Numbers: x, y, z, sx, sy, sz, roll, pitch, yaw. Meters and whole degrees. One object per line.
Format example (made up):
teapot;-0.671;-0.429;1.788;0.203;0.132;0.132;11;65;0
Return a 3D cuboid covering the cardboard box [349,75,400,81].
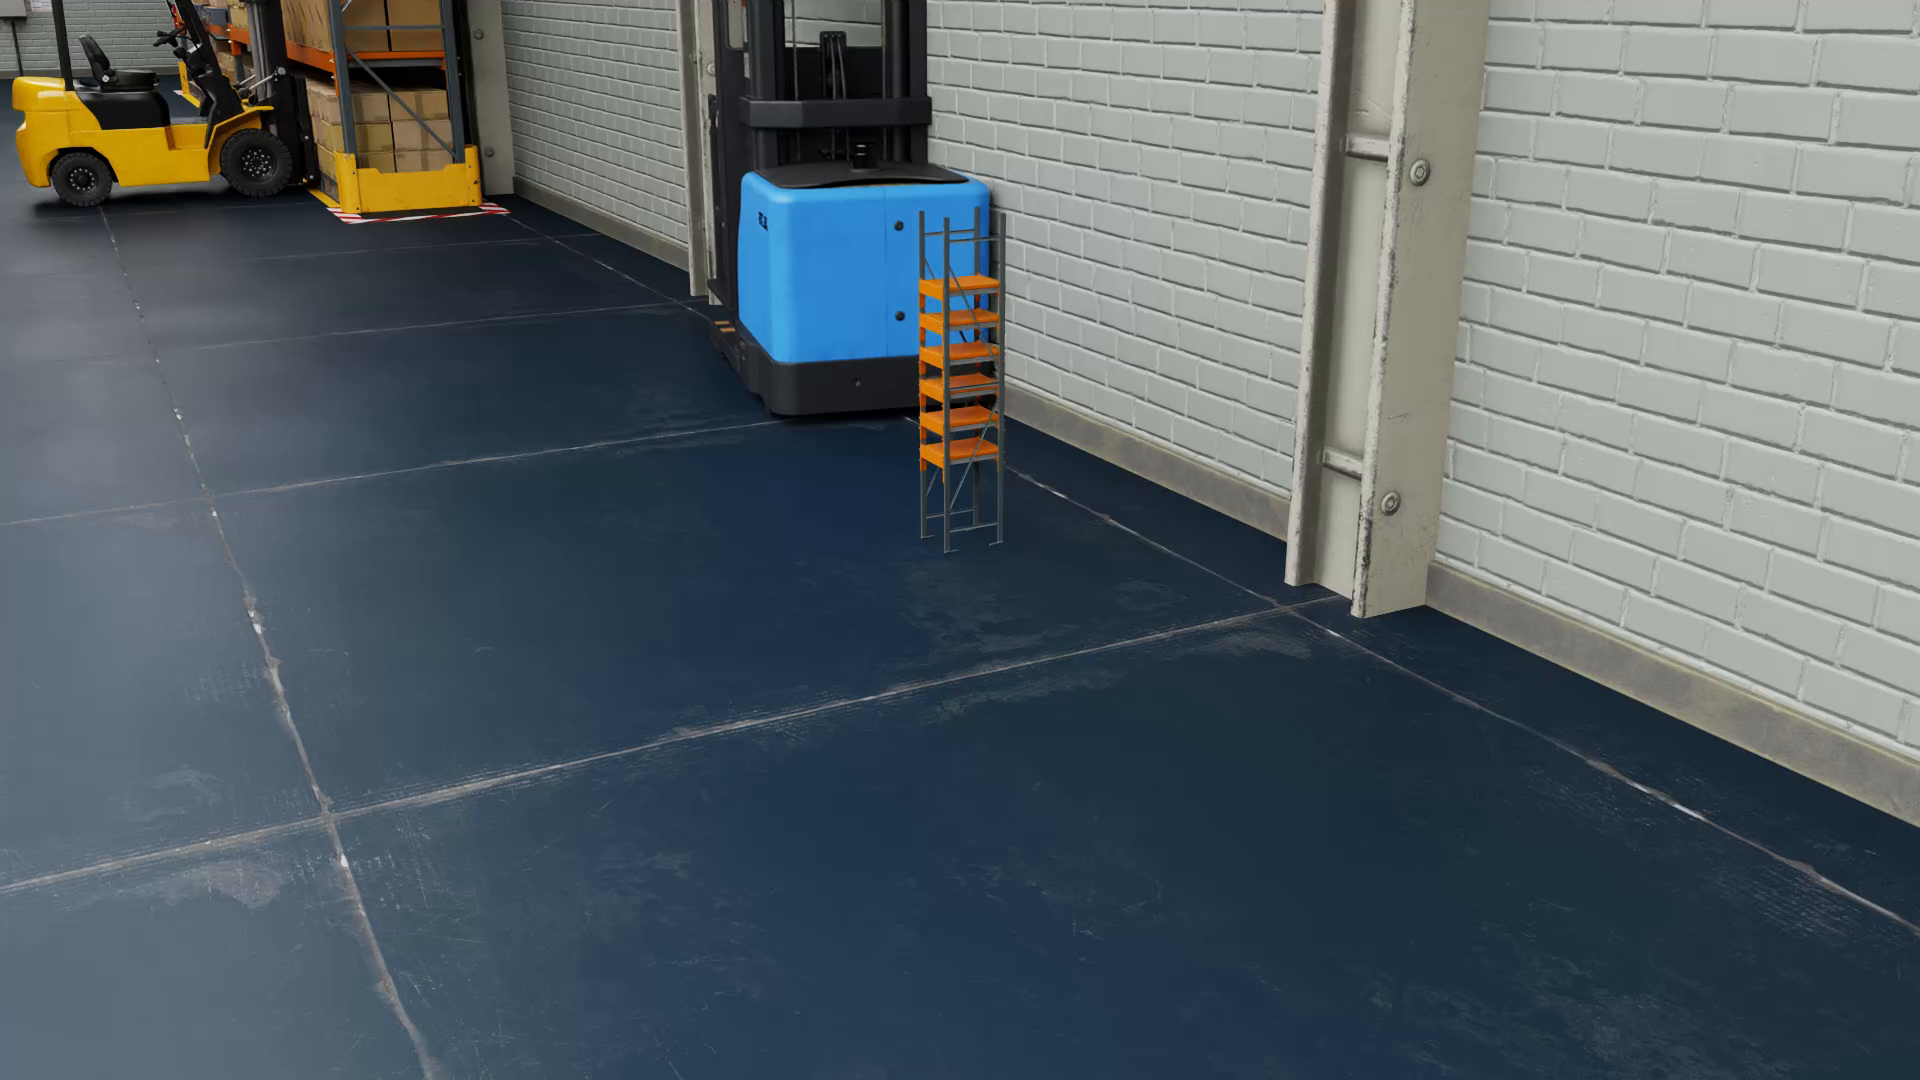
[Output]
cardboard box;-5.832;-4.467;16.516;0.500;0.250;0.500;-10;21;-26

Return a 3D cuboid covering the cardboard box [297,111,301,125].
cardboard box;-6.052;-4.010;15.958;0.500;0.250;0.500;-10;21;-27

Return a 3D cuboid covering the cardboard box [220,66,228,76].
cardboard box;-9.750;-6.191;22.664;0.500;0.500;0.500;-11;22;-29

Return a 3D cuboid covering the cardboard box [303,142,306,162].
cardboard box;-6.044;-3.768;16.025;0.500;0.250;0.500;-9;21;-25

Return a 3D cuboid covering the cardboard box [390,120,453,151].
cardboard box;-4.859;-3.651;14.918;0.500;0.250;0.500;-10;21;-26

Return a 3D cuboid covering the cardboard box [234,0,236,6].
cardboard box;-8.385;-6.501;19.838;0.500;0.250;0.500;-9;21;-25

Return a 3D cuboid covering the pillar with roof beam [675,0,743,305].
pillar with roof beam;-5.296;-5.135;7.216;9.100;9.000;0.400;-10;21;-27

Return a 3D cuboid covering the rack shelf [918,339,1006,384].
rack shelf;0.007;-0.634;5.899;0.258;0.103;0.180;-10;21;-27

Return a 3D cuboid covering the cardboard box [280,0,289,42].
cardboard box;-6.476;-5.229;16.534;0.500;0.500;0.500;-10;21;-26

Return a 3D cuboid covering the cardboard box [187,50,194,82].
cardboard box;-12.210;-7.770;27.233;0.797;0.503;0.637;-11;22;-29

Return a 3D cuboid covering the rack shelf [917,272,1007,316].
rack shelf;0.007;-0.861;5.821;0.258;0.103;0.180;-10;21;-27

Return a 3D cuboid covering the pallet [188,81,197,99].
pallet;-12.001;-7.373;27.175;1.003;0.211;1.213;-10;21;-27

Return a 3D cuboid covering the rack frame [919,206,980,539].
rack frame;-0.037;-0.589;6.000;0.240;1.200;0.006;-10;21;-27

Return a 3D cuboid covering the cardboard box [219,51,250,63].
cardboard box;-10.250;-6.833;23.530;0.380;0.149;0.250;-11;22;-29

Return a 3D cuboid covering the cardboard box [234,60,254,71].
cardboard box;-9.075;-6.071;21.321;0.380;0.149;0.250;-11;22;-29

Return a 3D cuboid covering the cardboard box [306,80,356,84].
cardboard box;-6.042;-4.239;15.858;0.500;0.250;0.500;-10;22;-28

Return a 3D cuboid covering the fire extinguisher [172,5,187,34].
fire extinguisher;-12.893;-8.699;27.434;0.296;0.674;0.183;-10;21;-27

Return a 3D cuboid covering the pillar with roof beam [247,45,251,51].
pillar with roof beam;-16.693;-12.024;27.183;9.100;9.000;0.400;-10;21;-27

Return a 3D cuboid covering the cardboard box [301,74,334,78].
cardboard box;-6.531;-4.532;16.707;0.500;0.250;0.500;-10;21;-27

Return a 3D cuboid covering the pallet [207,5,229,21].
pallet;-9.545;-7.112;22.438;1.003;0.211;1.213;-10;21;-27

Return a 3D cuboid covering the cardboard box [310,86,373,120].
cardboard box;-5.560;-3.950;15.017;0.500;0.250;0.500;-10;21;-26

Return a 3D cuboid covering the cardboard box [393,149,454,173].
cardboard box;-4.880;-3.419;15.012;0.500;0.250;0.500;-10;21;-26

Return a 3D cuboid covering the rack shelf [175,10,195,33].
rack shelf;-11.467;-8.027;25.899;1.077;0.370;4.000;-10;21;-27

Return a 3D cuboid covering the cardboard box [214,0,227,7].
cardboard box;-9.267;-6.854;21.137;0.380;0.149;0.250;-10;21;-26

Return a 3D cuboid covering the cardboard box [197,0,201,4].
cardboard box;-10.239;-7.717;23.100;0.700;0.500;0.500;-10;21;-26

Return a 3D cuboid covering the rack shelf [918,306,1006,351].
rack shelf;0.007;-0.748;5.860;0.258;0.103;0.180;-10;21;-27

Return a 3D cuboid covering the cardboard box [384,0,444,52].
cardboard box;-4.810;-4.581;14.656;0.500;0.500;0.500;-9;21;-25

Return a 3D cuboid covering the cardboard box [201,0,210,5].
cardboard box;-9.866;-7.492;22.447;0.700;0.500;0.500;-10;21;-27

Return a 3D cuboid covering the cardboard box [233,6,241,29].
cardboard box;-8.388;-6.264;19.916;0.500;0.250;0.500;-10;22;-28

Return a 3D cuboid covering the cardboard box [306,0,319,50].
cardboard box;-5.522;-4.647;14.846;0.500;0.500;0.500;-9;21;-25

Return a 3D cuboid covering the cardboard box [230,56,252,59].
cardboard box;-9.523;-6.382;22.221;0.380;0.149;0.250;-10;22;-27

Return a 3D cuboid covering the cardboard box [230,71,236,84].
cardboard box;-9.236;-5.895;21.806;0.500;0.500;0.500;-10;22;-27

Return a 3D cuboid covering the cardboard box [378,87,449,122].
cardboard box;-4.881;-3.887;14.837;0.500;0.250;0.500;-10;22;-27

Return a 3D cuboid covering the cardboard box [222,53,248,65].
cardboard box;-10.022;-6.679;23.083;0.380;0.149;0.250;-10;21;-27

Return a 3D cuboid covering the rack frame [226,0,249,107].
rack frame;-8.618;-6.645;20.791;1.000;3.000;0.127;-10;21;-27

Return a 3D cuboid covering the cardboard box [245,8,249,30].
cardboard box;-7.892;-5.968;19.058;0.500;0.250;0.500;-9;21;-25

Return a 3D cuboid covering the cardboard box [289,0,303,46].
cardboard box;-6.014;-4.937;15.686;0.500;0.500;0.500;-10;21;-26

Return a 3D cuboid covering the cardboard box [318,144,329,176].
cardboard box;-5.548;-3.478;15.182;0.500;0.250;0.500;-10;21;-27

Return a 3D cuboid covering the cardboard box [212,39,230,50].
cardboard box;-10.528;-7.123;23.913;0.380;0.149;0.250;-10;22;-28

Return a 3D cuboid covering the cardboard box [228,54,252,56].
cardboard box;-9.752;-6.535;22.664;0.380;0.149;0.250;-10;21;-26

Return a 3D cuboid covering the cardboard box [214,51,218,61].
cardboard box;-10.581;-6.973;23.934;0.380;0.149;0.250;-9;21;-24

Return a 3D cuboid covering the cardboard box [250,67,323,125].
cardboard box;-8.016;-5.354;20.044;0.875;0.625;0.625;-9;21;-25

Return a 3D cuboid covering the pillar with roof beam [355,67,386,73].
pillar with roof beam;-10.994;-8.580;17.200;9.100;9.000;0.400;-10;21;-27

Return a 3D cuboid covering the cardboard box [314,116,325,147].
cardboard box;-5.554;-3.721;15.120;0.500;0.250;0.500;-10;22;-27

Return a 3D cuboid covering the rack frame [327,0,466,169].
rack frame;-4.819;-4.349;14.135;1.000;3.000;0.127;-10;21;-27

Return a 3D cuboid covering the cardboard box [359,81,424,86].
cardboard box;-5.349;-4.175;15.672;0.500;0.250;0.500;-10;21;-27

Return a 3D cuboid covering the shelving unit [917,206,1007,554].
shelving unit;0.007;-0.563;5.924;0.258;1.200;0.189;-10;21;-27

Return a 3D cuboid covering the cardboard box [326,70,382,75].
cardboard box;-6.315;-4.757;17.357;0.500;0.250;0.500;-10;21;-26

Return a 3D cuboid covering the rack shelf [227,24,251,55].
rack shelf;-7.668;-5.731;19.244;1.077;0.370;4.000;-10;21;-27

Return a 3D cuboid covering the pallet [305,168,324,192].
pallet;-5.794;-3.593;16.221;1.003;0.211;1.213;-10;21;-27

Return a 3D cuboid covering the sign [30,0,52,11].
sign;-17.227;-10.161;31.126;0.329;0.494;0.001;-10;21;-27

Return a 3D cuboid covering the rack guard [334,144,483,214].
rack guard;-4.808;-3.160;14.523;1.175;0.500;0.348;-10;21;-27

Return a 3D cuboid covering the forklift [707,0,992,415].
forklift;-0.752;-2.396;8.583;1.130;2.935;3.031;-5;20;-15
